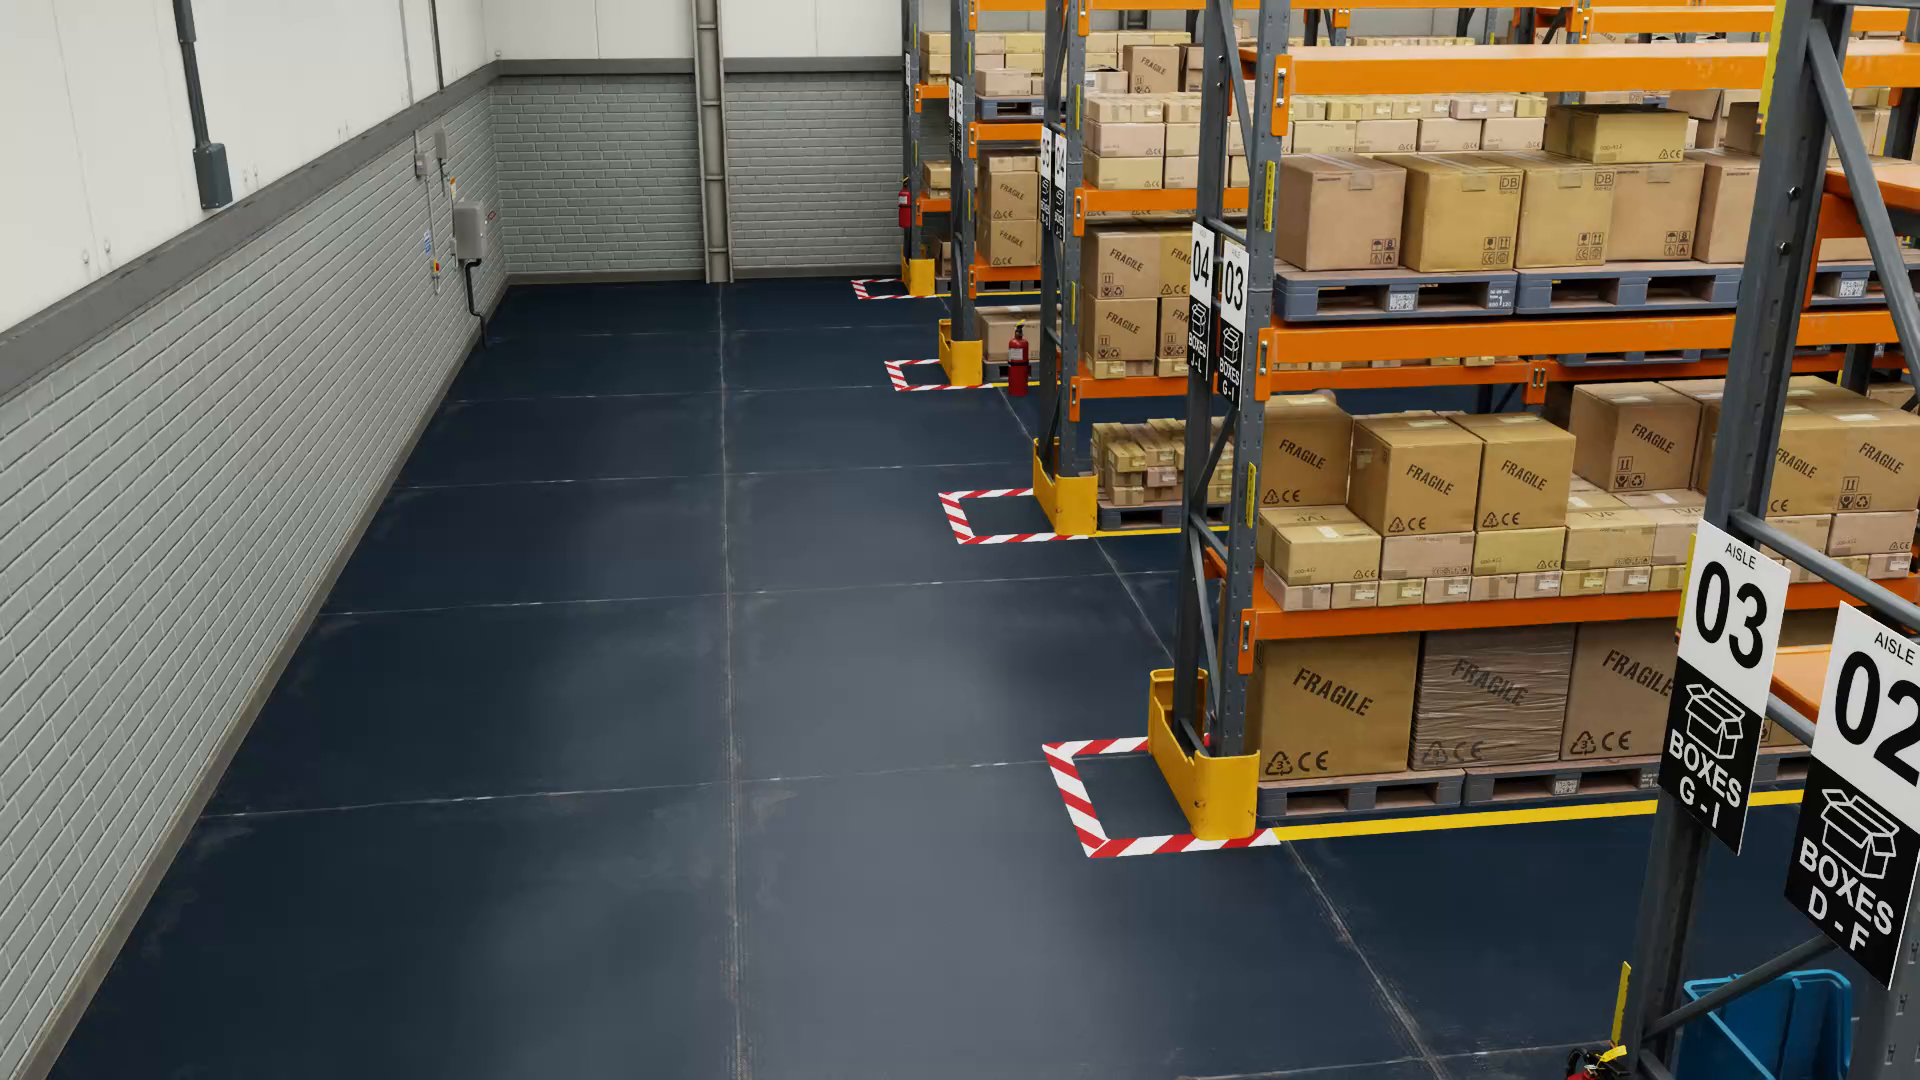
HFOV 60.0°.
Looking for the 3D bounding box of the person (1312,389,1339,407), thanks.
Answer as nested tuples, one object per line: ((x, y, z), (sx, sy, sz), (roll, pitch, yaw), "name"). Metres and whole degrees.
((2.439, -0.240, 11.712), (0.781, 1.695, 0.557), (-8, 21, -20), "person")
